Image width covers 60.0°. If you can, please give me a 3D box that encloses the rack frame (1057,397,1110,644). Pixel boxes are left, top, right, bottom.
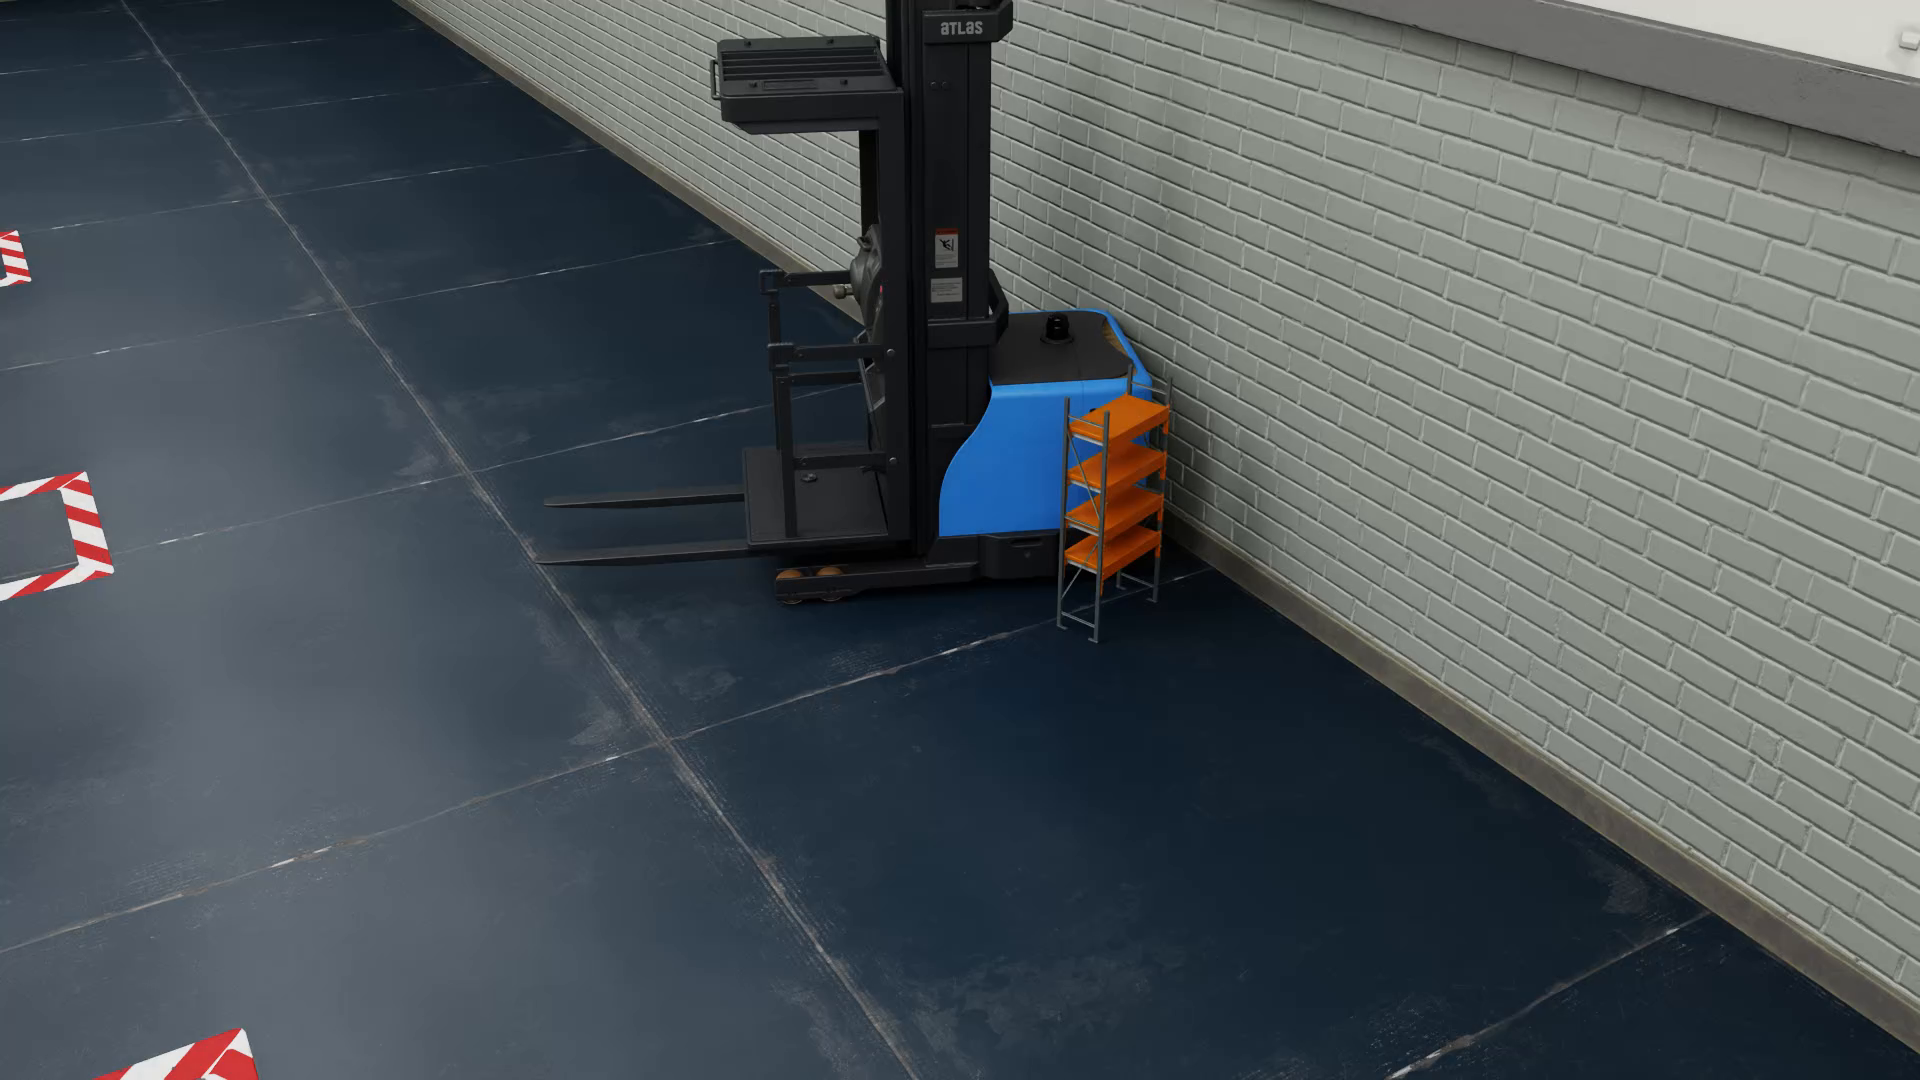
[{"bbox_3d":[0.562,-0.075,7.644,0.240,1.200,0.015,22,36,35],"label":"rack frame"}]

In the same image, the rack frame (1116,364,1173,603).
[{"bbox_3d":[0.878,-0.255,7.969,0.240,1.200,0.015,22,36,35],"label":"rack frame"}]

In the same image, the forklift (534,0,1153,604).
[{"bbox_3d":[-0.622,-1.241,7.964,3.031,2.935,1.130,-4,29,-7],"label":"forklift"}]

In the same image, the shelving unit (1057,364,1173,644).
[{"bbox_3d":[0.720,-0.165,7.807,0.258,1.200,0.503,22,36,35],"label":"shelving unit"}]

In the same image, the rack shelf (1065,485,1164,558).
[{"bbox_3d":[0.720,-0.106,7.839,0.258,0.148,0.480,22,36,35],"label":"rack shelf"}]

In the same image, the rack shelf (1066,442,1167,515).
[{"bbox_3d":[0.720,-0.302,7.731,0.258,0.148,0.480,22,36,35],"label":"rack shelf"}]

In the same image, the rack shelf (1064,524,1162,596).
[{"bbox_3d":[0.720,0.068,7.935,0.258,0.148,0.480,22,36,35],"label":"rack shelf"}]

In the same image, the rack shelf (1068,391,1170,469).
[{"bbox_3d":[0.720,-0.509,7.617,0.258,0.148,0.480,22,36,35],"label":"rack shelf"}]
